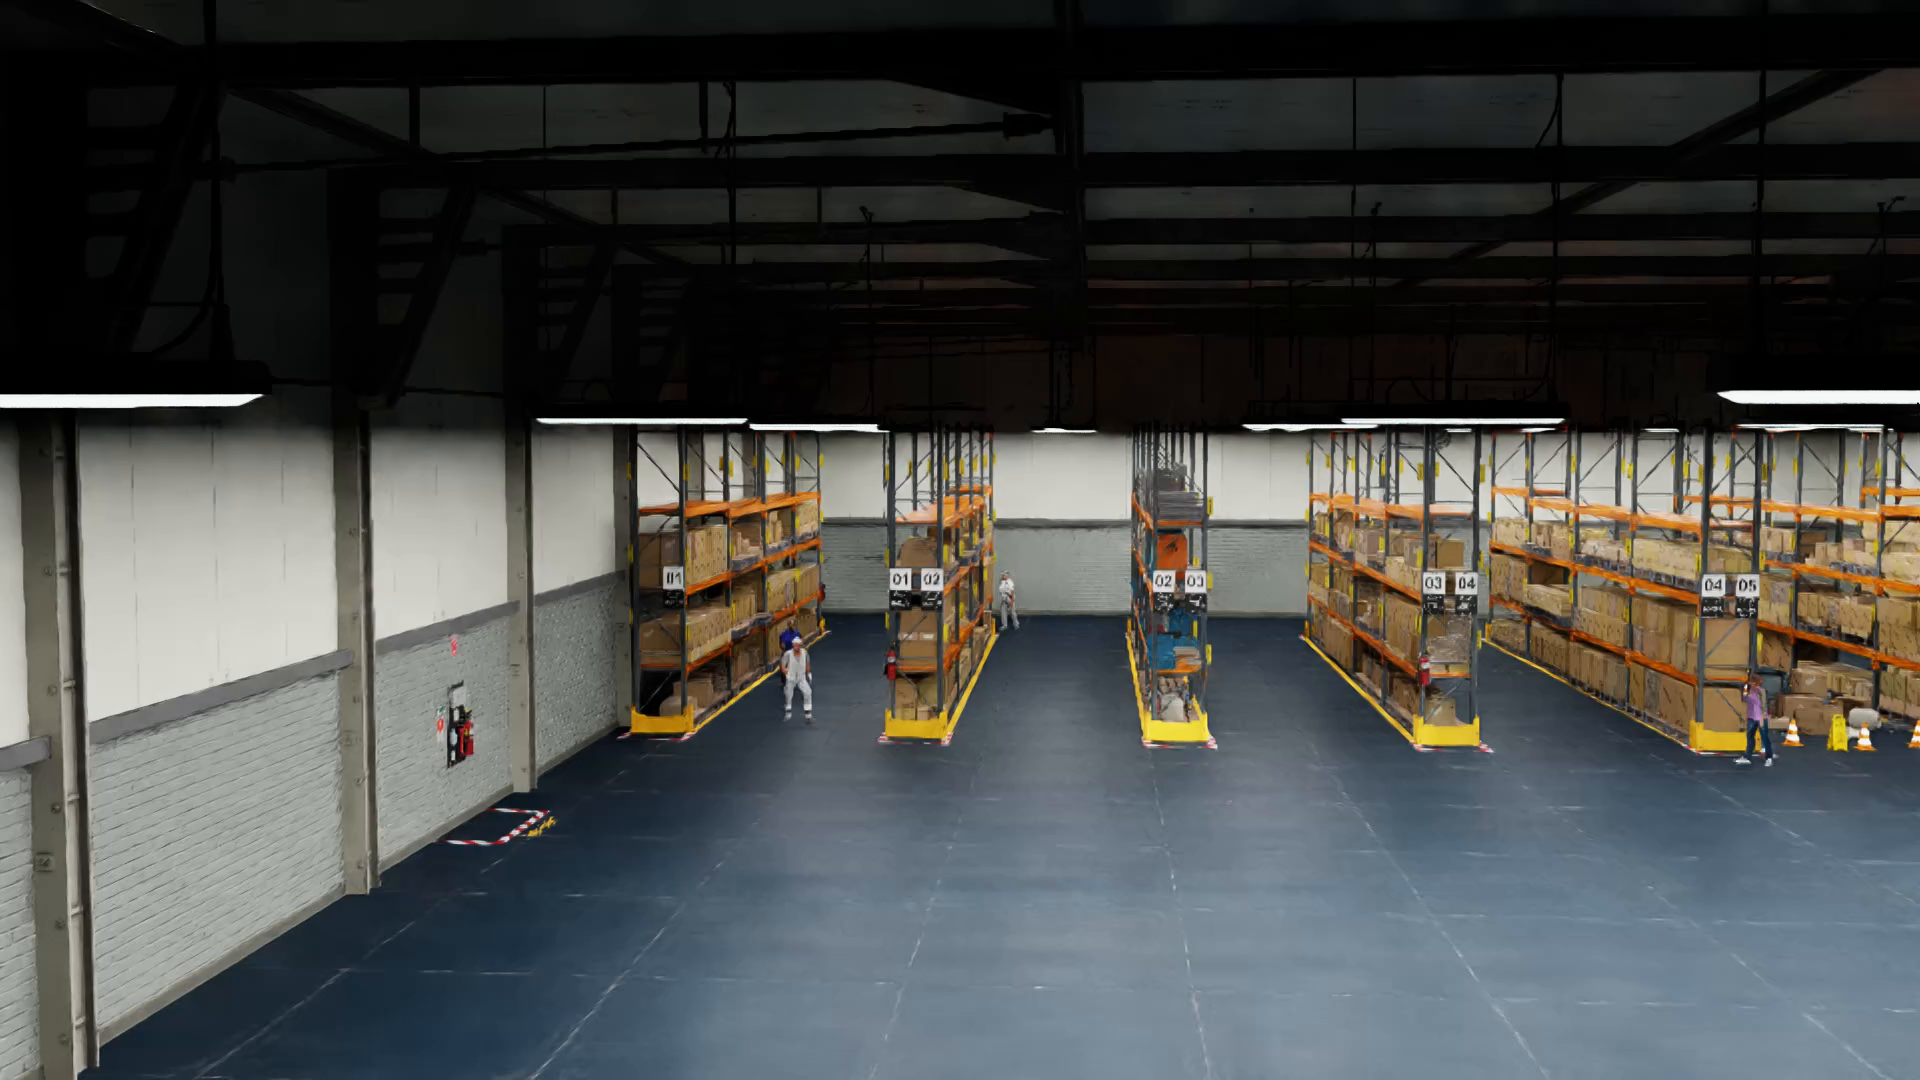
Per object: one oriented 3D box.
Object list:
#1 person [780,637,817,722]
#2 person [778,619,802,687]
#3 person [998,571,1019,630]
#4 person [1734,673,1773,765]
[{"bbox_3d":[-3.248,2.761,33.036,0.675,1.723,0.793,-1,4,-15],"label":"person"},{"bbox_3d":[-3.793,2.549,37.430,0.604,1.588,0.825,-1,4,-13],"label":"person"},{"bbox_3d":[1.430,1.766,48.873,0.606,1.740,0.579,-3,4,-36],"label":"person"},{"bbox_3d":[13.812,3.094,28.866,0.569,1.582,0.537,-1,4,-9],"label":"person"}]
